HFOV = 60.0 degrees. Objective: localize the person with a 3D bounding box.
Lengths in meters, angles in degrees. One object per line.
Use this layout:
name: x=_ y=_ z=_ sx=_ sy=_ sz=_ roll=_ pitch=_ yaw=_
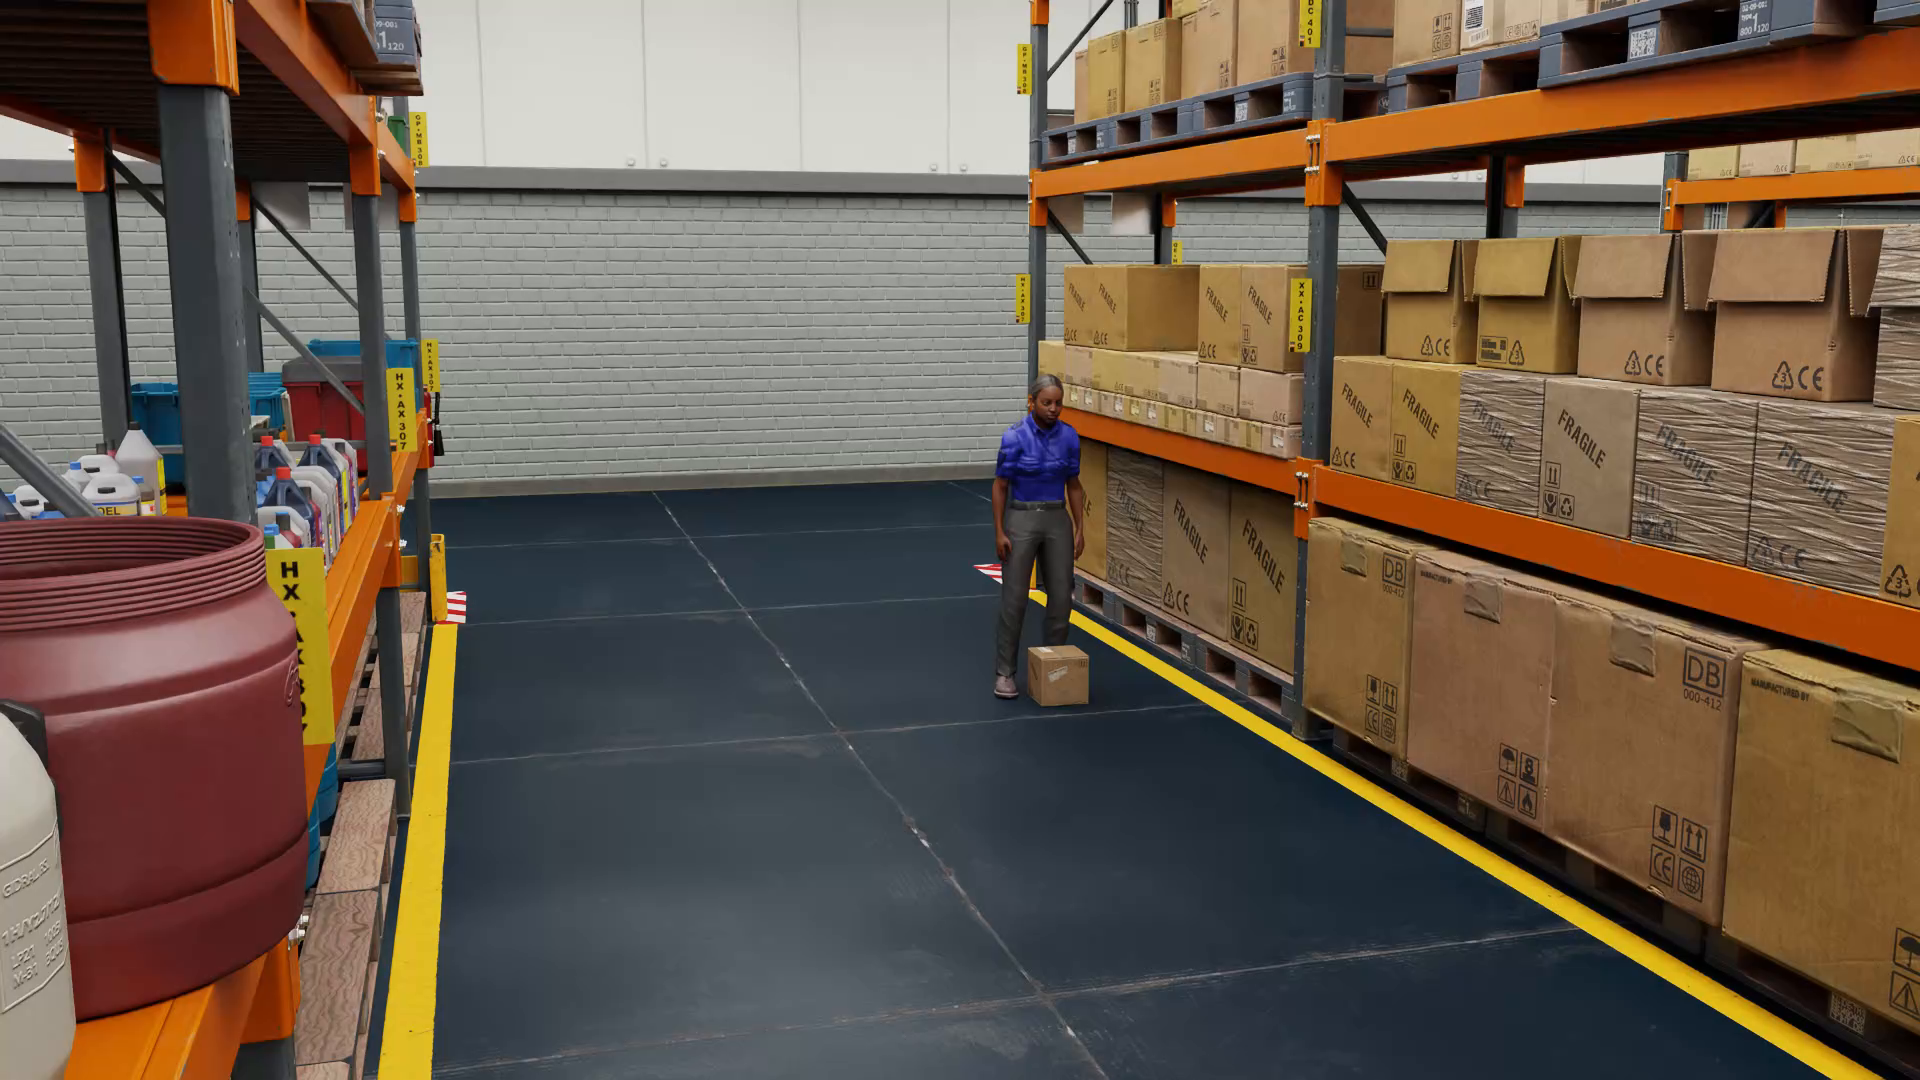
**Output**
person: x=0.402 y=-0.034 z=8.598 sx=0.510 sy=1.655 sz=0.349 roll=-3 pitch=10 yaw=-16
